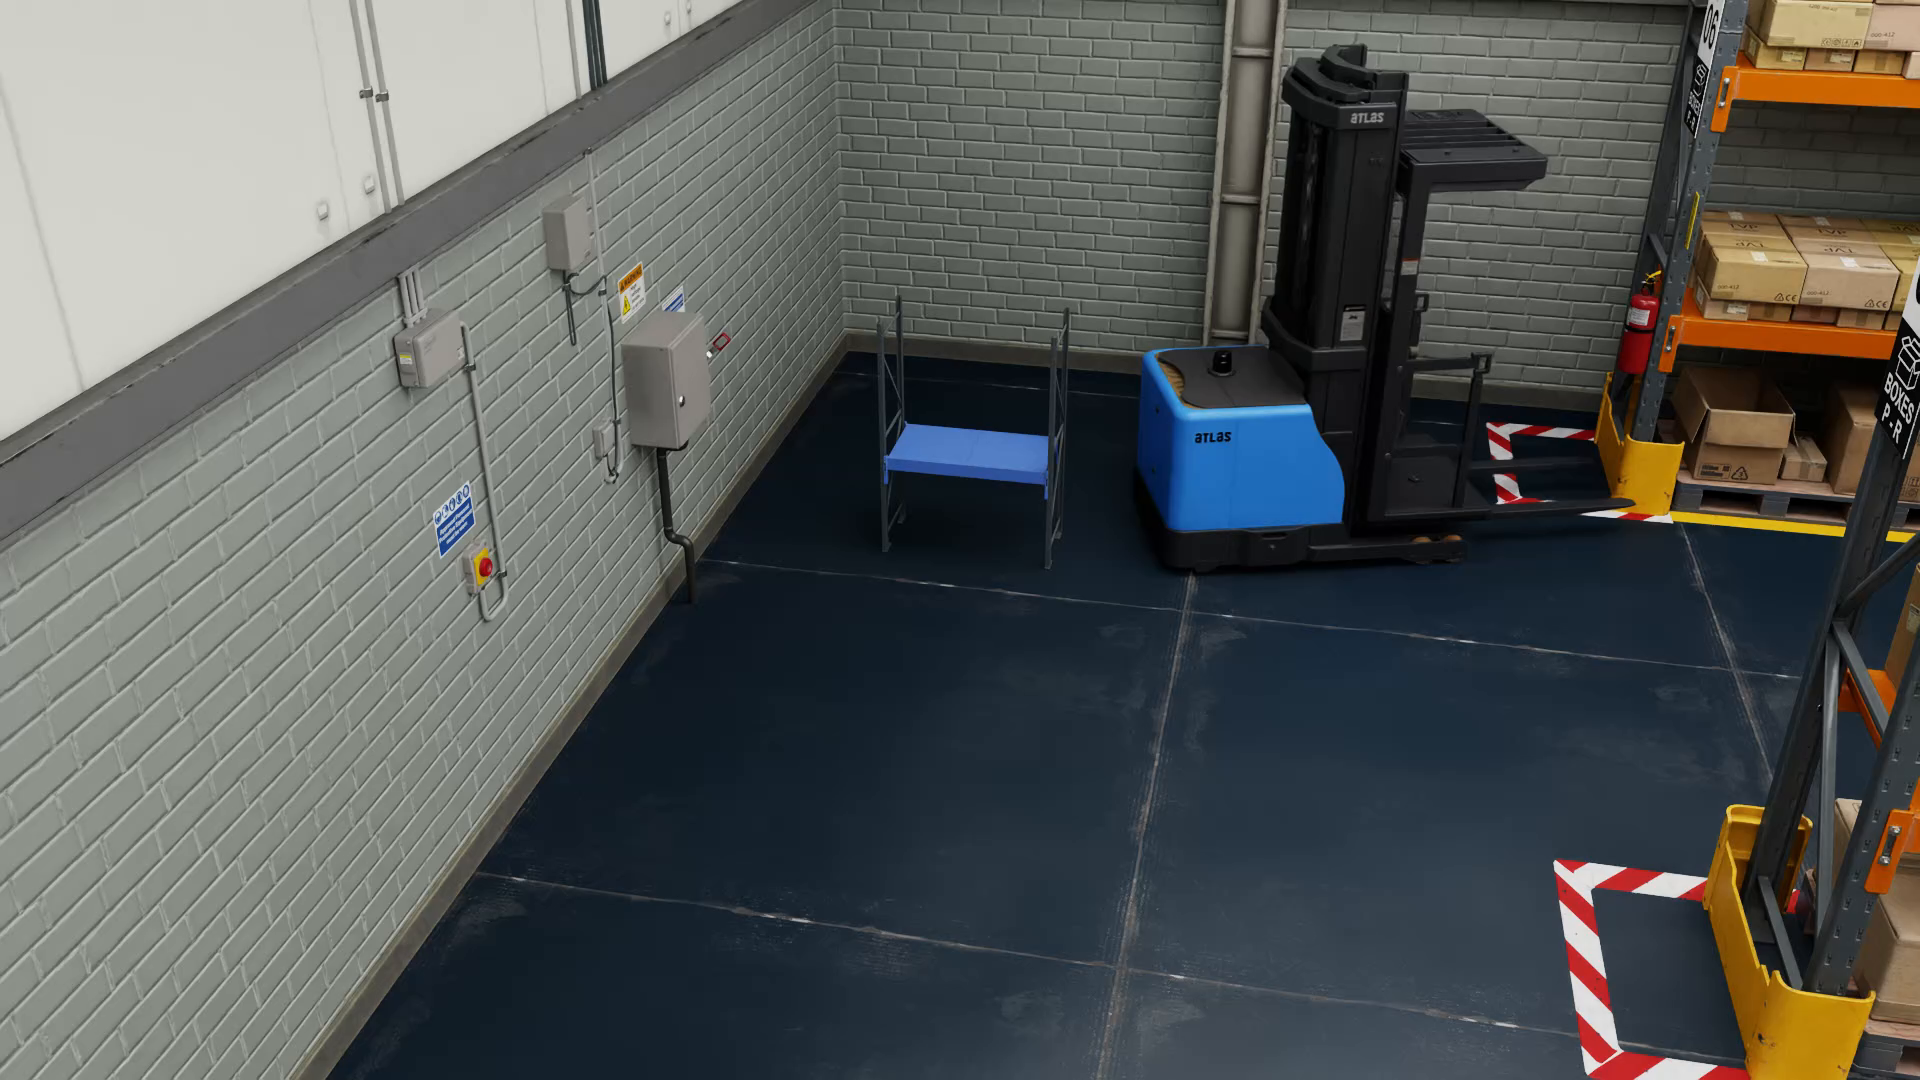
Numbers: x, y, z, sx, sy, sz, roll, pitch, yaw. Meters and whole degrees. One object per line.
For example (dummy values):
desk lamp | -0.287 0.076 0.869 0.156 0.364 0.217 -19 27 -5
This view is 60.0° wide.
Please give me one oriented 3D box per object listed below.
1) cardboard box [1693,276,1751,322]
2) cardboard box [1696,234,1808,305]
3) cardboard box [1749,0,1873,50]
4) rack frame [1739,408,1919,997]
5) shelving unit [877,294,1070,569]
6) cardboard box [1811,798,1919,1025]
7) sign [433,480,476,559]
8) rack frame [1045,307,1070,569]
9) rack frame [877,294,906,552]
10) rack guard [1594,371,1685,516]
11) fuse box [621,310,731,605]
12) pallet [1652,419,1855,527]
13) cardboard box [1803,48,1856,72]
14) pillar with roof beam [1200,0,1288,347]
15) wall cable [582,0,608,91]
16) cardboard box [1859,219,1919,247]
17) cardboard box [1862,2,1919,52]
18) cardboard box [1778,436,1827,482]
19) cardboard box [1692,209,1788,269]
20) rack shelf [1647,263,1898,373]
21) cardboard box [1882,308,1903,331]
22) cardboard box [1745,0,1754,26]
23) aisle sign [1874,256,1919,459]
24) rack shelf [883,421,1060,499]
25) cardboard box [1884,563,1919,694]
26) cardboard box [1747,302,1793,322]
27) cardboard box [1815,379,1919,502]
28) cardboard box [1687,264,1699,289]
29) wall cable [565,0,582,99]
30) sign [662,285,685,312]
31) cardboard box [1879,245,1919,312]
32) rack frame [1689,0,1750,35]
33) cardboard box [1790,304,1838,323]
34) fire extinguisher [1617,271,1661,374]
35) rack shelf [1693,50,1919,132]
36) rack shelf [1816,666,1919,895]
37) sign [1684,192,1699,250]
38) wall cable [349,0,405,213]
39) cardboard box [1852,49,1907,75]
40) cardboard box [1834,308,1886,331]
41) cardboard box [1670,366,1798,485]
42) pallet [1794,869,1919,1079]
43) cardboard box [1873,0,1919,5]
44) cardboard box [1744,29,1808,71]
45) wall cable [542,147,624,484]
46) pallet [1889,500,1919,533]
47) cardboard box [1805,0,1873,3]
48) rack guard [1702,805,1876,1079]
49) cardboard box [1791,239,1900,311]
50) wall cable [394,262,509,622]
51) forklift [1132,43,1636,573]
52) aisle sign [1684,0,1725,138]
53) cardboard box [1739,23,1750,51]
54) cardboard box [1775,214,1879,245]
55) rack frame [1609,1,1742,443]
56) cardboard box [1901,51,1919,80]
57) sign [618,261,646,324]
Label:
cardboard box | 4.707 -1.493 10.277 0.250 0.149 0.380 6 29 10
cardboard box | 4.831 -1.657 10.162 0.500 0.250 0.500 6 29 11
cardboard box | 4.820 -2.972 9.441 0.500 0.250 0.500 6 29 10
rack frame | 3.410 0.567 6.253 0.127 3.000 1.000 6 29 11
shelving unit | 0.083 -0.649 10.036 1.048 1.500 0.538 6 29 11
cardboard box | 4.077 1.525 6.733 0.875 0.438 0.875 5 29 9
sign | -2.179 -0.090 7.171 0.001 0.218 0.327 6 29 11
rack frame | 0.581 -0.598 9.943 0.032 1.500 0.500 6 29 11
rack frame | -0.414 -0.700 10.129 0.032 1.500 0.500 6 29 11
rack guard | 4.517 -0.661 11.098 0.348 0.500 1.175 6 29 11
fuse box | -1.528 -0.395 9.351 0.414 1.711 0.539 6 29 11
pallet | 5.297 -0.454 11.023 1.213 0.211 1.003 6 29 11
cardboard box | 4.968 -2.815 9.569 0.250 0.149 0.380 6 29 11
pillar with roof beam | 1.095 -3.068 6.646 0.400 9.000 9.100 6 29 11
wall cable | -1.433 -4.177 8.631 0.133 3.039 2.988 6 29 11
cardboard box | 5.936 -1.804 10.430 0.500 0.250 0.500 7 29 12
cardboard box | 5.321 -2.931 9.365 0.500 0.250 0.500 6 29 12
cardboard box | 5.429 -0.532 10.791 0.250 0.149 0.380 5 29 9
cardboard box | 4.948 -1.908 10.620 0.500 0.250 0.500 7 29 12
rack shelf | 6.399 -1.249 10.318 4.000 0.370 1.077 6 29 11
cardboard box | 5.725 -1.401 10.109 0.250 0.149 0.380 6 29 11
cardboard box | 4.935 -3.228 9.908 0.500 0.250 0.500 5 29 10
aisle sign | 3.405 -0.726 5.908 0.004 0.787 0.394 6 29 11
rack shelf | 0.083 -0.492 10.123 1.000 0.185 0.538 6 29 11
cardboard box | 3.937 0.447 6.368 0.500 0.500 0.500 6 29 11
cardboard box | 4.966 -1.489 10.270 0.250 0.149 0.380 7 29 12
cardboard box | 5.849 -0.643 10.628 0.500 0.500 0.700 7 29 13
cardboard box | 4.823 -1.747 10.742 0.250 0.149 0.380 6 29 10
wall cable | -2.052 -2.856 6.258 0.029 3.000 2.355 6 29 11
sign | -1.627 -1.171 9.526 0.001 0.494 0.329 6 29 11
cardboard box | 5.820 -1.558 9.980 0.500 0.250 0.500 5 29 10
rack frame | 4.443 -4.396 9.071 0.127 3.000 1.000 6 29 11
cardboard box | 5.230 -1.479 10.252 0.250 0.149 0.380 5 29 10
fire extinguisher | 4.203 -1.365 10.251 0.183 0.674 0.296 6 29 11
rack shelf | 6.399 -2.564 9.598 4.000 0.370 1.077 6 29 11
rack shelf | 5.366 1.083 6.060 4.000 0.370 1.077 6 29 11
sign | 4.330 -1.890 9.839 0.005 0.325 0.100 6 29 11
wall cable | -2.211 -2.503 5.613 0.029 3.000 0.463 6 29 11
cardboard box | 5.215 -2.781 9.507 0.250 0.149 0.380 6 29 11
cardboard box | 5.464 -1.425 10.153 0.250 0.149 0.380 7 29 12
cardboard box | 5.021 -0.748 10.817 0.637 0.503 0.797 5 29 9
pallet | 4.208 1.833 6.844 1.213 0.211 1.003 6 29 11
cardboard box | 5.318 -3.142 9.230 0.500 0.250 0.500 6 29 10
cardboard box | 4.706 -2.829 9.594 0.250 0.149 0.380 6 29 12
wall cable | -1.824 -1.101 8.241 0.122 1.984 0.588 6 29 11
pallet | 6.487 -0.331 10.797 1.213 0.211 1.003 6 29 11
cardboard box | 4.825 -3.202 9.340 0.500 0.250 0.500 6 29 10
rack guard | 3.387 1.661 6.858 0.348 0.500 1.175 6 29 11
cardboard box | 5.324 -1.607 10.070 0.500 0.250 0.500 6 29 11
wall cable | -2.109 -0.447 7.015 0.123 1.953 0.585 6 29 11
forklift | 2.673 -1.386 9.892 3.031 2.935 1.130 -3 29 -6
aisle sign | 4.315 -2.774 9.648 0.004 0.787 0.394 6 29 11
cardboard box | 4.804 -3.047 9.992 0.250 0.149 0.380 7 29 12
cardboard box | 5.452 -1.856 10.525 0.500 0.250 0.500 6 29 11
rack frame | 4.443 -1.765 10.512 0.127 3.000 1.000 6 29 11
cardboard box | 5.438 -2.708 9.373 0.250 0.149 0.380 6 29 12
sign | -1.742 -1.317 8.834 0.001 0.242 0.339 6 29 11
